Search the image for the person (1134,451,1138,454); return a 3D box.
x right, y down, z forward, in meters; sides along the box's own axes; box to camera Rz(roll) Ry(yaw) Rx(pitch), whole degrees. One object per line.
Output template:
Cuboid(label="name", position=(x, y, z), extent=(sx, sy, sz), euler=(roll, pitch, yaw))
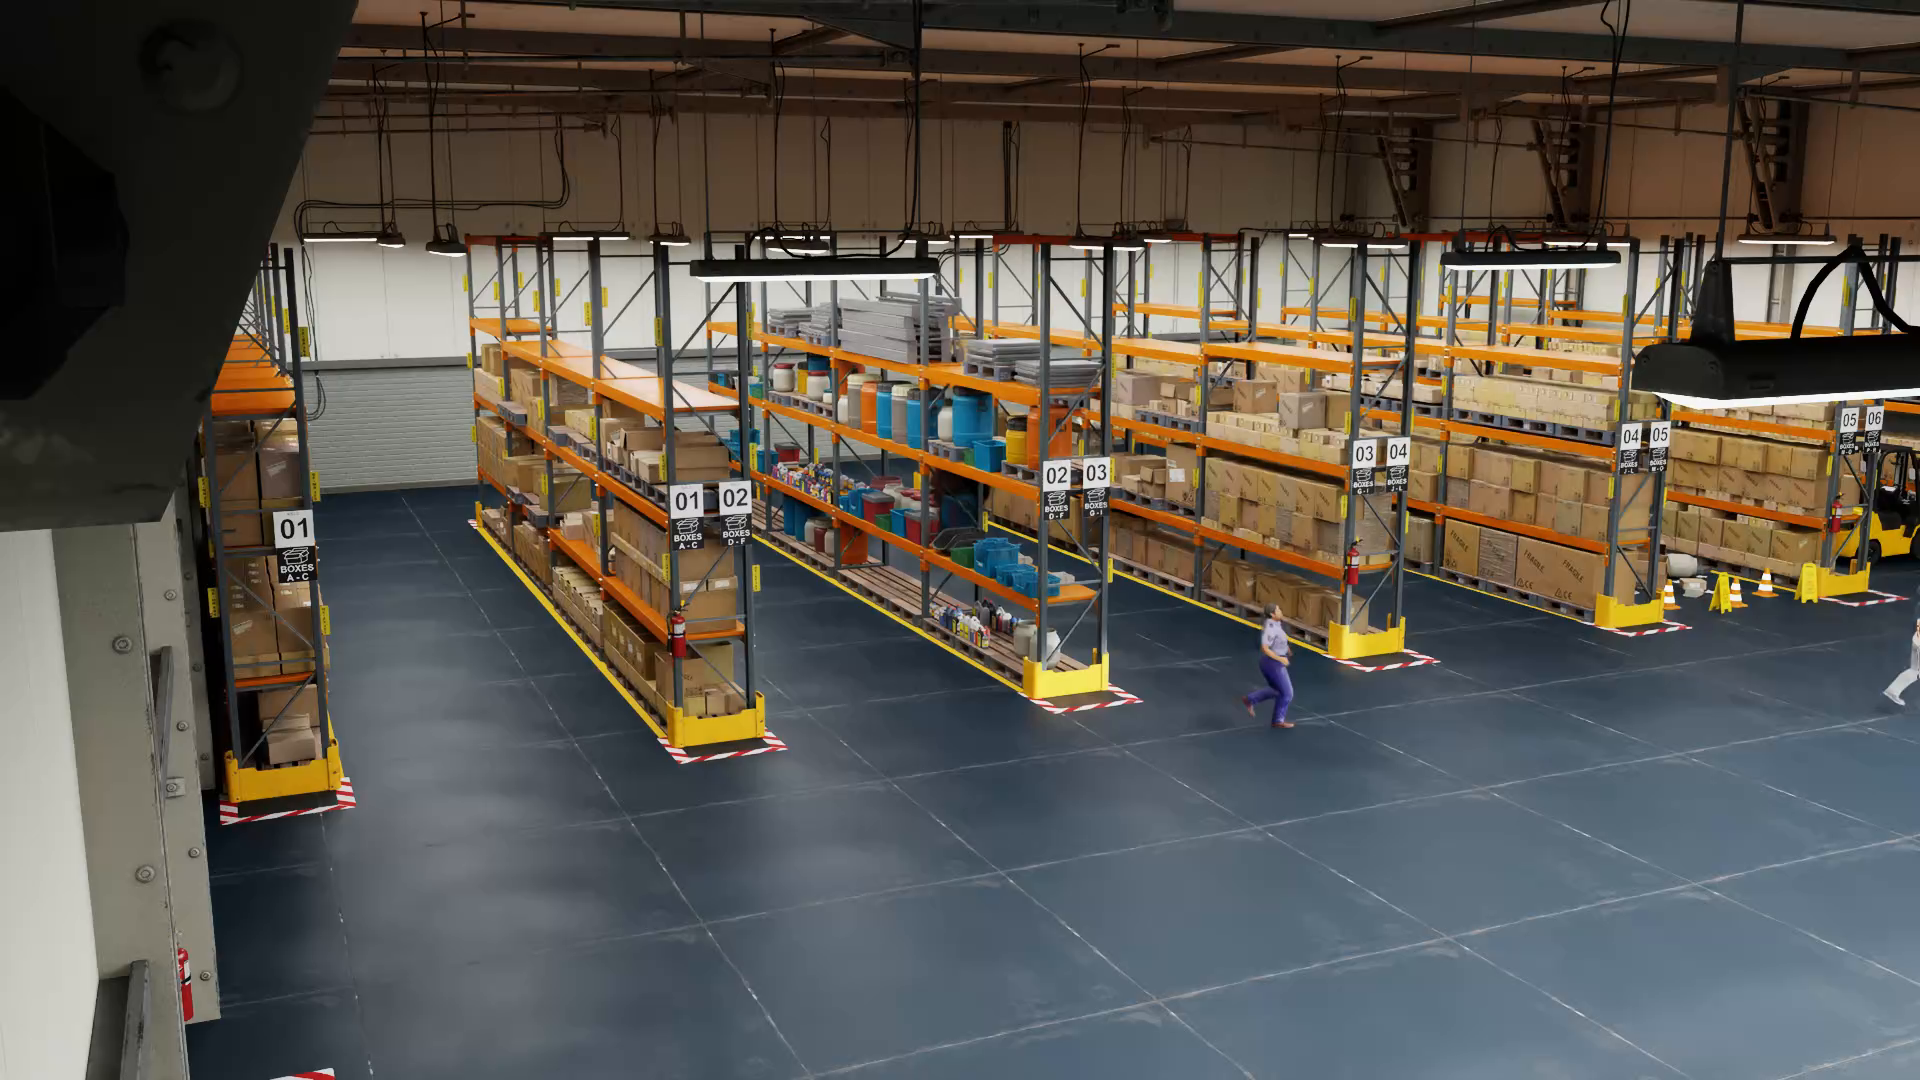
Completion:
Cuboid(label="person", position=(3.560, -1.026, 34.156), extent=(0.534, 1.615, 0.843), euler=(-6, 12, -27))

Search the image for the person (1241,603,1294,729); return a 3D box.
Cuboid(label="person", position=(3.918, 1.567, 20.851), extent=(0.593, 1.597, 0.612), euler=(1, 11, 7))

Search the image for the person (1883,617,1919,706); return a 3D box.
Cuboid(label="person", position=(12.468, 1.412, 21.407), extent=(0.895, 1.689, 0.594), euler=(2, 11, 12))

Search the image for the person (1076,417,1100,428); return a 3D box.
Cuboid(label="person", position=(3.135, -2.454, 41.217), extent=(0.700, 1.822, 0.743), euler=(11, 15, 43))
